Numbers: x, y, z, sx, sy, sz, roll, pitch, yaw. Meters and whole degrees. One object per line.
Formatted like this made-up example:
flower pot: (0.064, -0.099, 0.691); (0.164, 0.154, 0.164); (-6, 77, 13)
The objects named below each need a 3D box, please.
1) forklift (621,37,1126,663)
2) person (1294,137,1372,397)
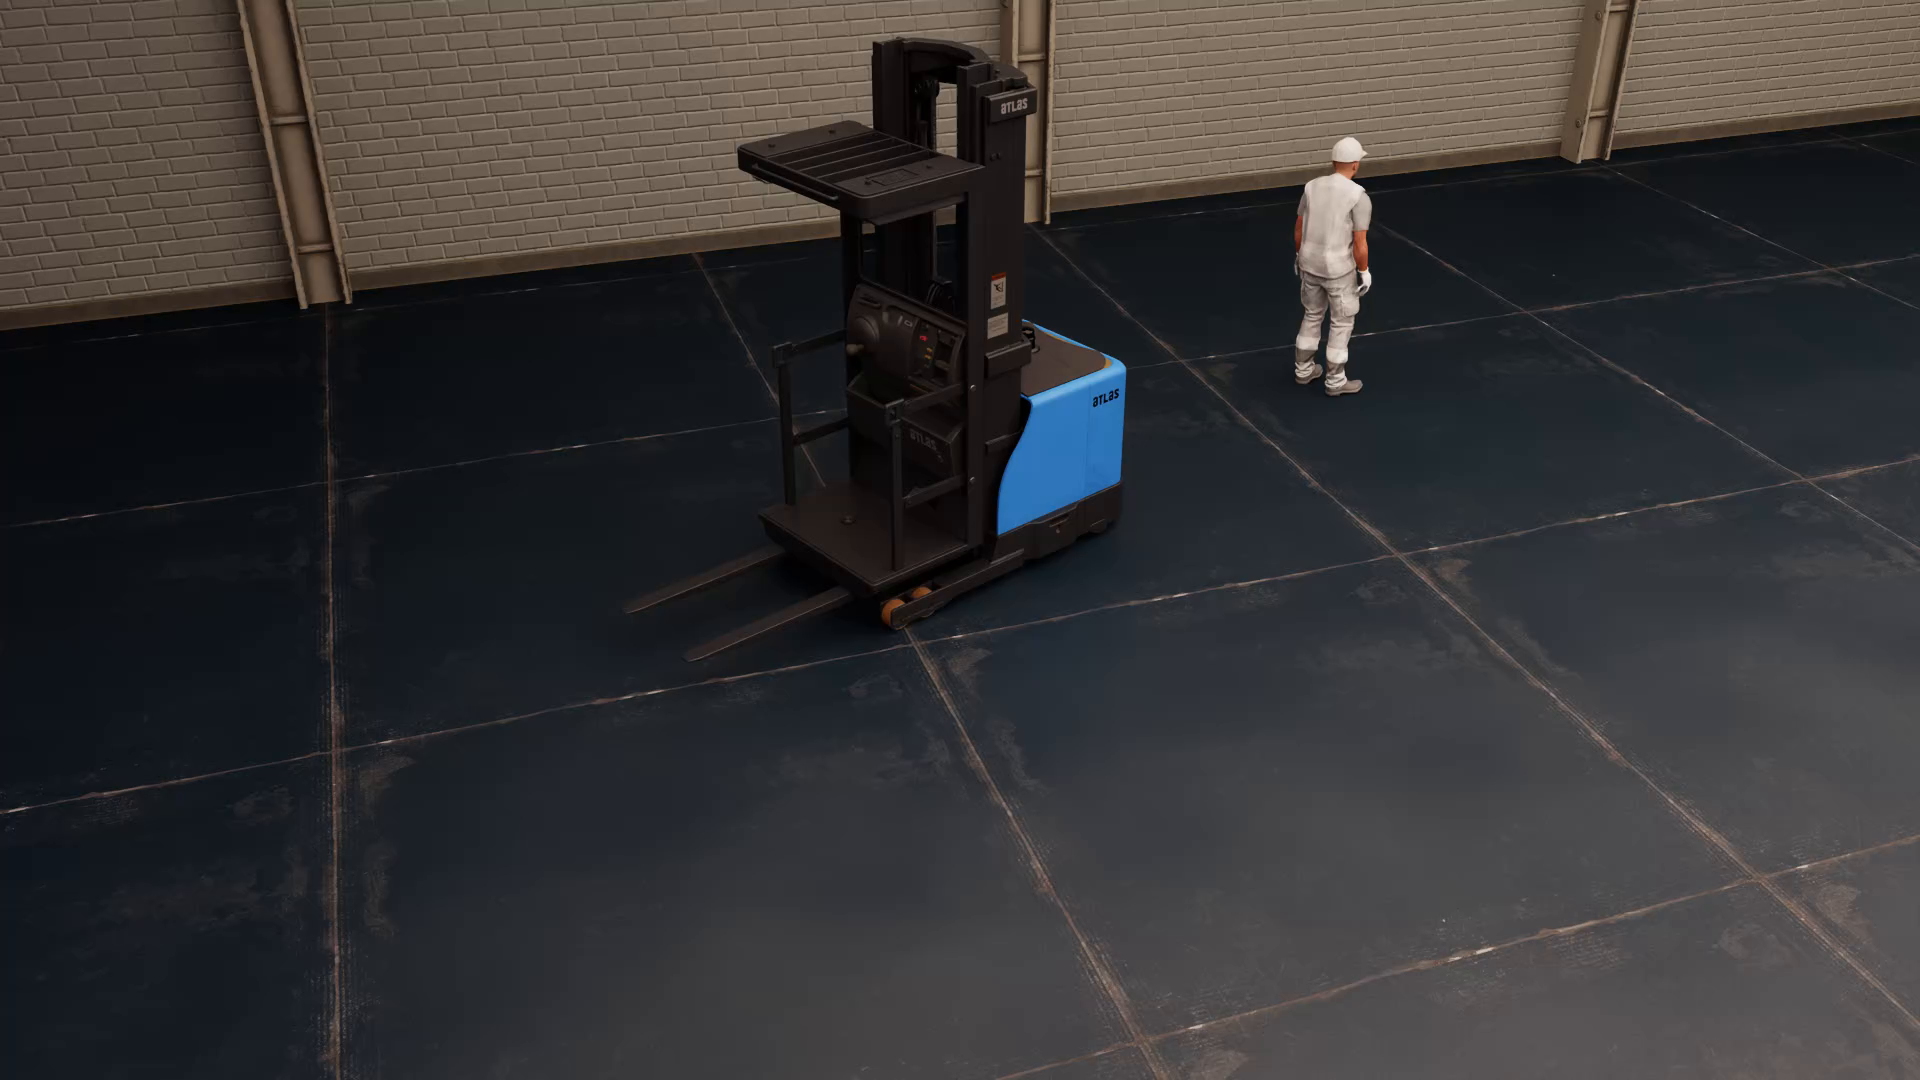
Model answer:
forklift: (-0.461, -1.072, 8.951); (3.031, 2.935, 1.130); (-23, 37, -34)
person: (2.582, -1.895, 11.540); (0.453, 1.778, 0.614); (-25, 38, -36)
